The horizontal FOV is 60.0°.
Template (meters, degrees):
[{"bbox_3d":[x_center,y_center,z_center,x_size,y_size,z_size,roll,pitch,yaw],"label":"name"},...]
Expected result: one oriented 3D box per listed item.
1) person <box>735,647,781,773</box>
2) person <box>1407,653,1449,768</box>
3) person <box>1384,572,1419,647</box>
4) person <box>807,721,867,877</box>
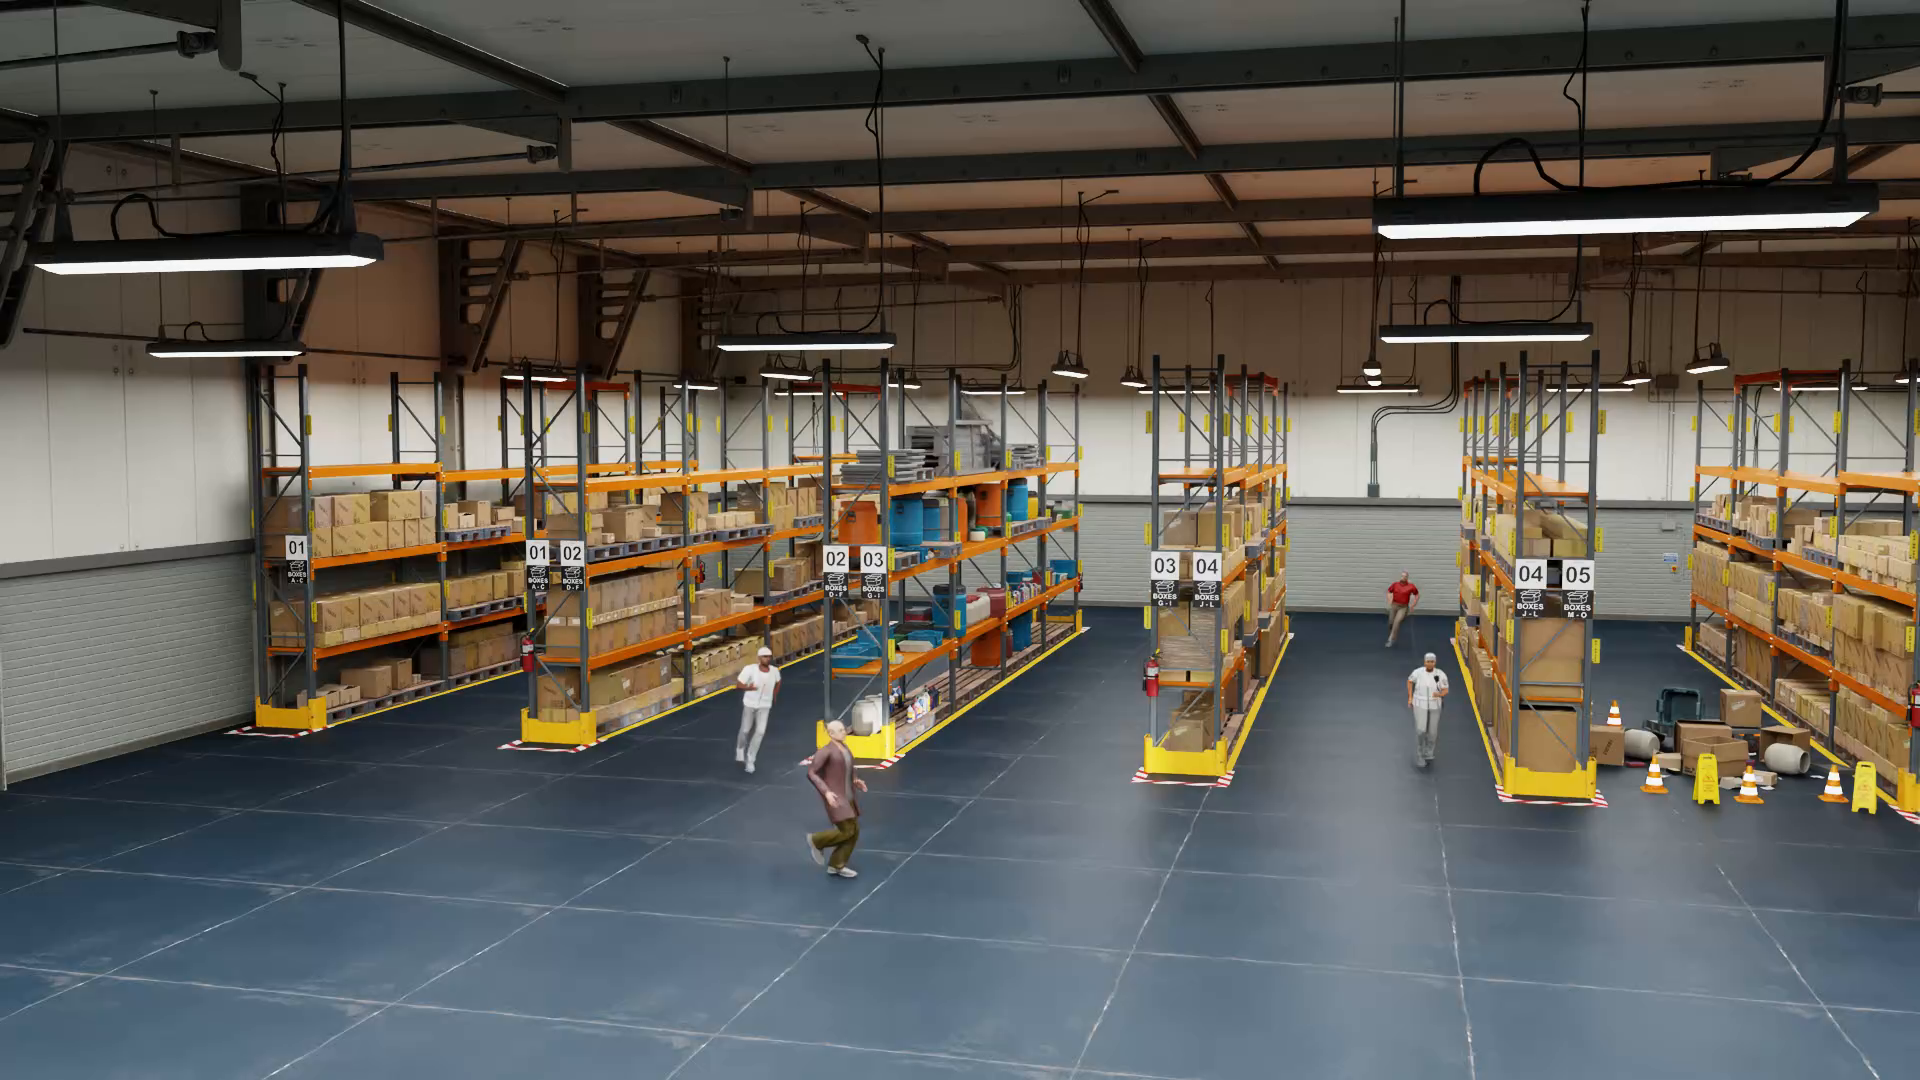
[{"bbox_3d":[-2.939,2.449,24.384,0.703,1.774,0.825,-1,4,-15],"label":"person"},{"bbox_3d":[6.881,2.497,24.448,0.570,1.705,0.796,1,4,10],"label":"person"},{"bbox_3d":[9.988,1.559,37.669,0.727,1.684,0.929,2,5,31],"label":"person"},{"bbox_3d":[-1.338,2.870,18.451,0.571,1.733,0.710,2,5,29],"label":"person"}]
